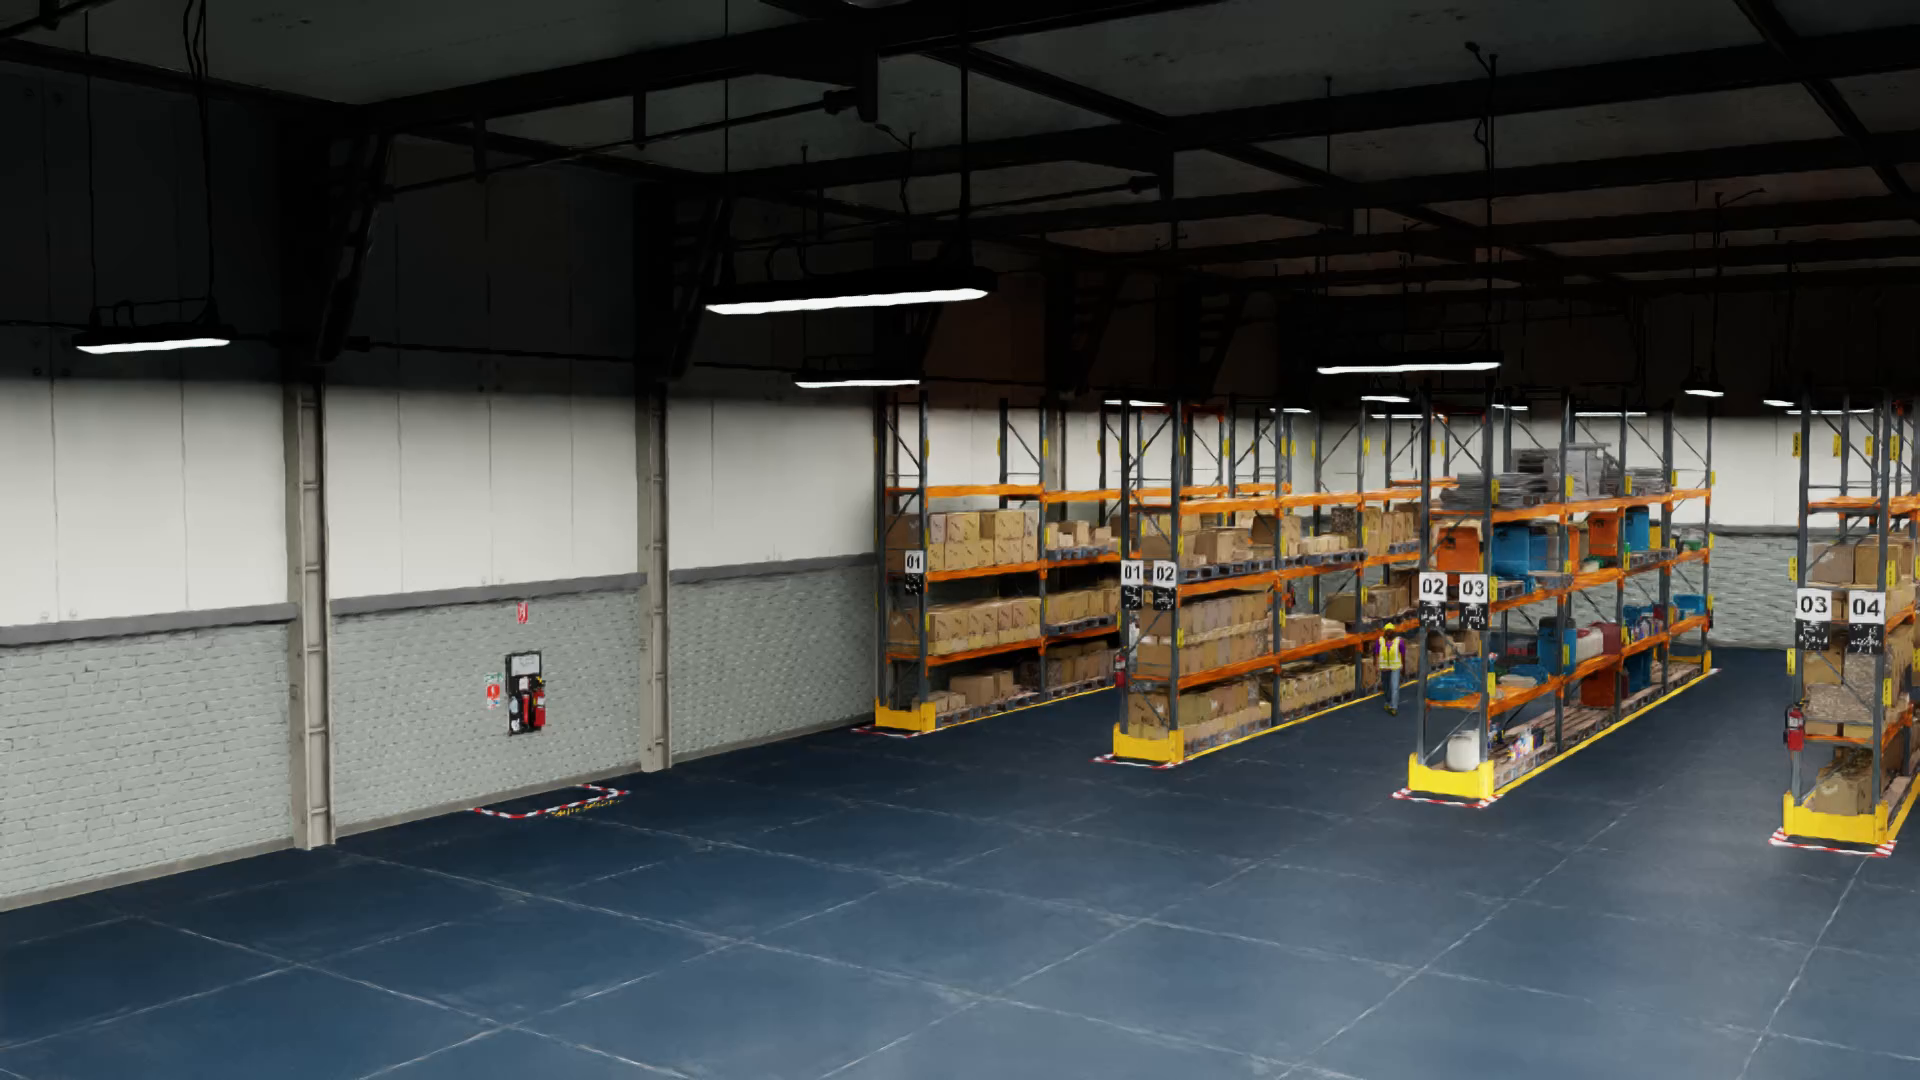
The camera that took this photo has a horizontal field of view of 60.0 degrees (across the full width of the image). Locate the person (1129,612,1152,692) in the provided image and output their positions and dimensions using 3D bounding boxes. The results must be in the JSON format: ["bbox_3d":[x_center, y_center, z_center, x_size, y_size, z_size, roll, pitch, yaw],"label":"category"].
[{"bbox_3d":[3.647,2.276,33.669,0.691,1.691,0.860,1,3,18],"label":"person"}]

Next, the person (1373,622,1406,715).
[{"bbox_3d":[8.083,2.401,31.340,0.571,1.706,1.033,2,4,27],"label":"person"}]
